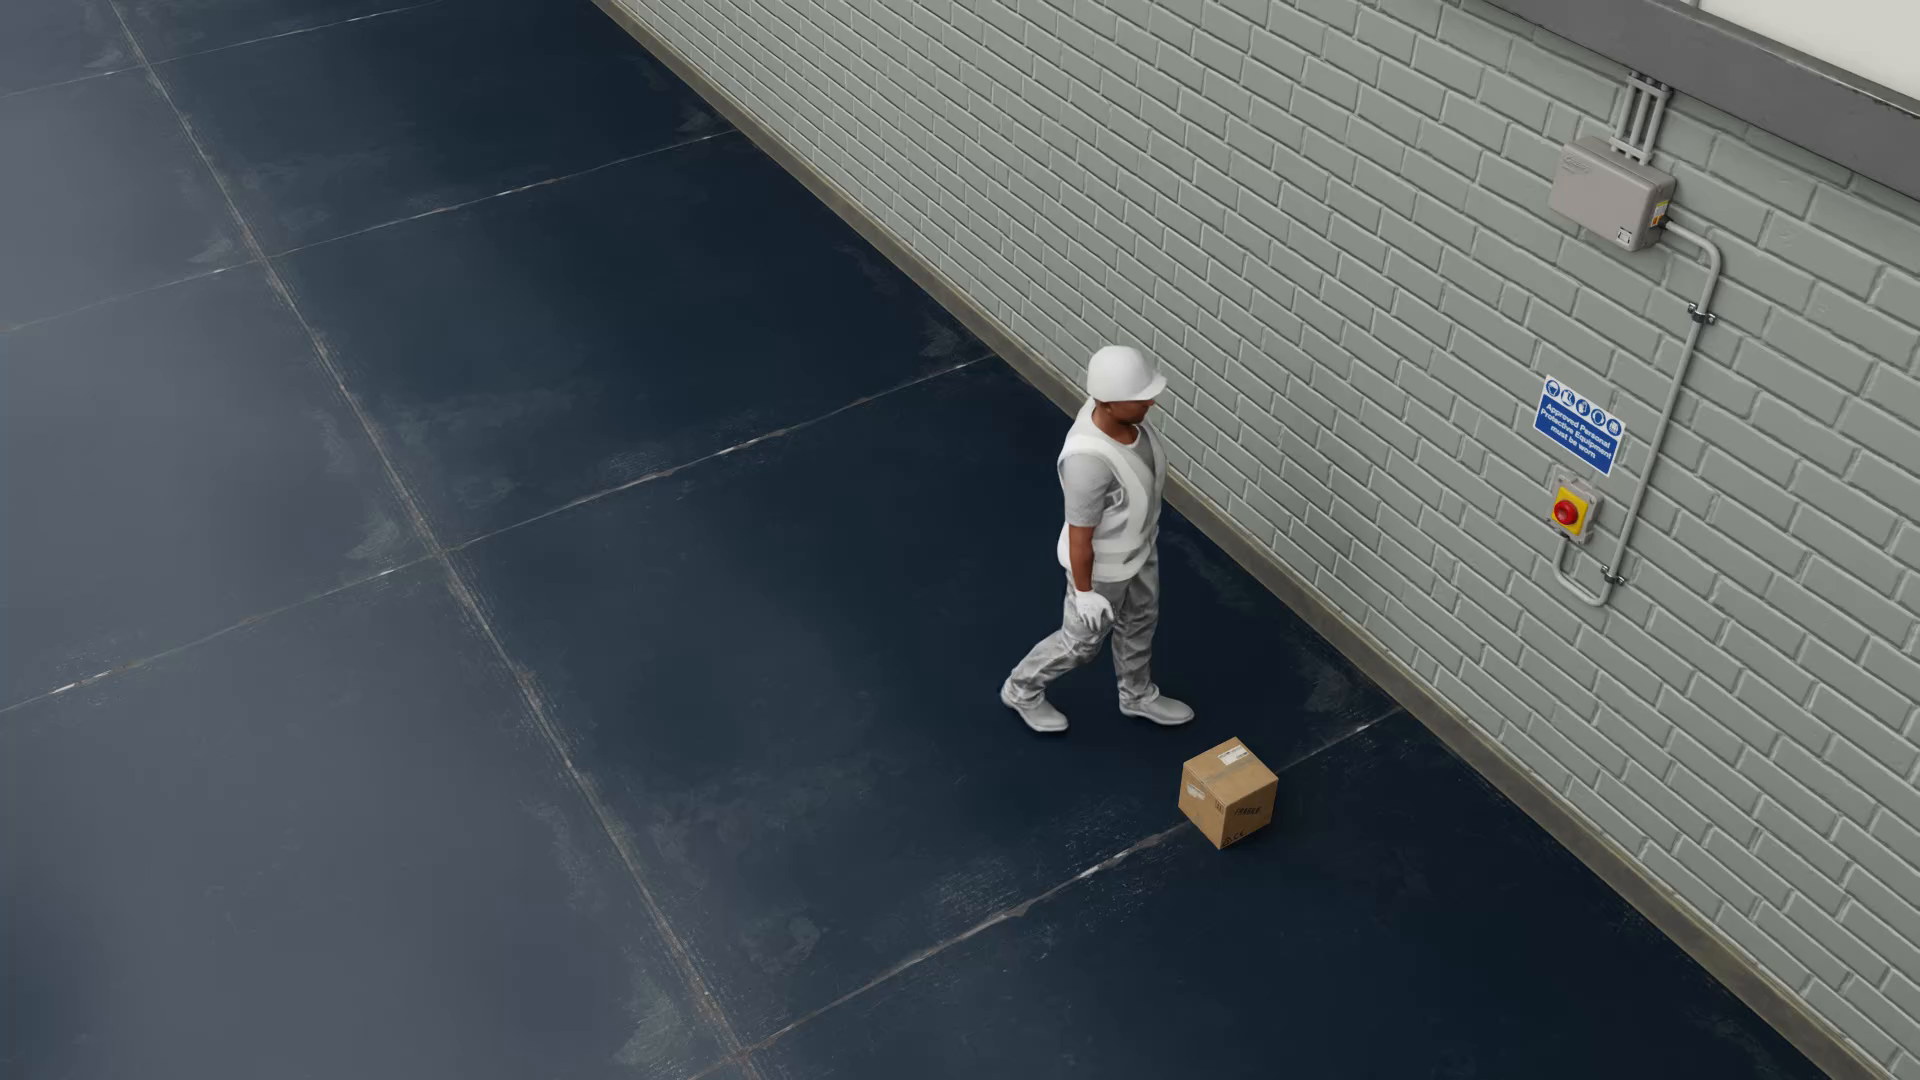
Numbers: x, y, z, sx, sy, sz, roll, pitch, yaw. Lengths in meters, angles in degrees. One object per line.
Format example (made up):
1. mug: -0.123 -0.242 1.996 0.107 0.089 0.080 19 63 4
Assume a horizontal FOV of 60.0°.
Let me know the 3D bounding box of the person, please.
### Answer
1. person: 0.542 0.037 6.092 0.744 1.780 0.594 16 43 18
